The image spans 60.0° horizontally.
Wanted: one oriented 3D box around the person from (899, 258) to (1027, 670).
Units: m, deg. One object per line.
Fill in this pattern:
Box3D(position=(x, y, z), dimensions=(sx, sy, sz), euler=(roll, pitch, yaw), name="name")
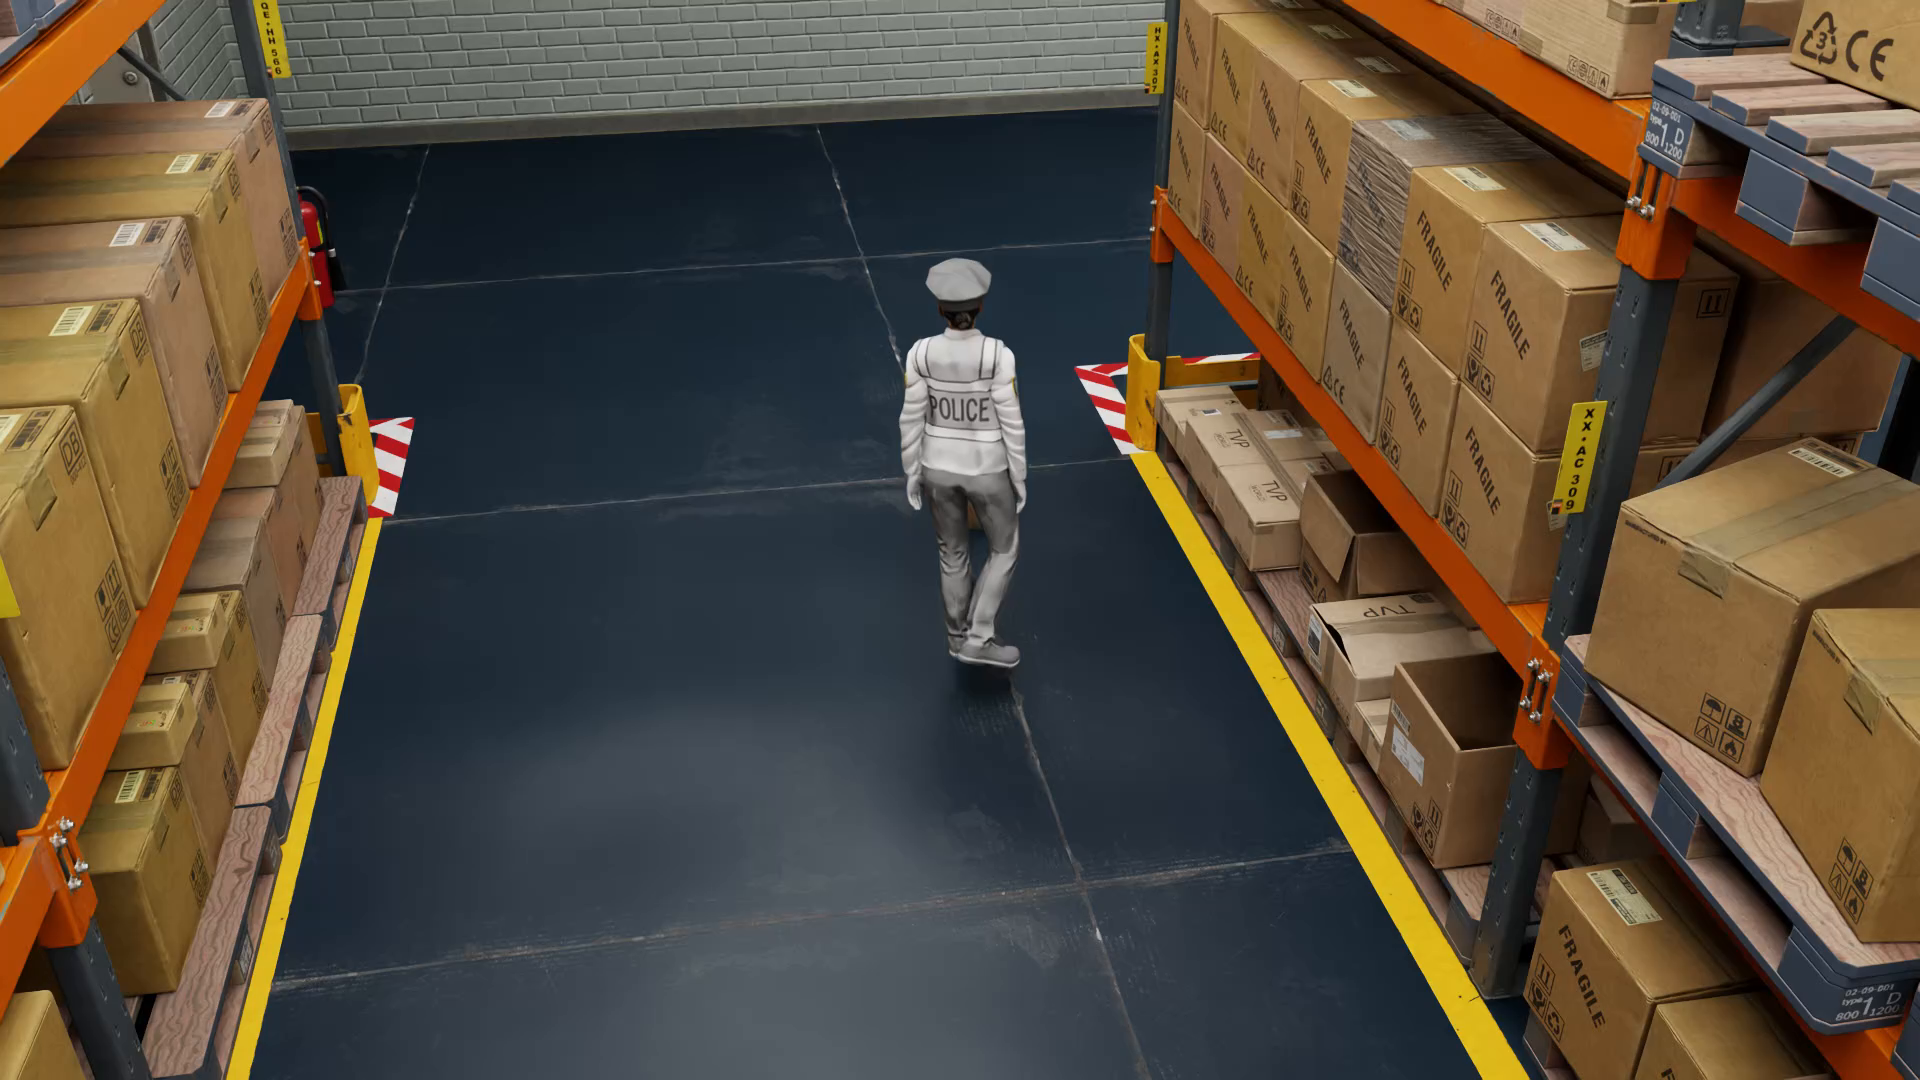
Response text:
Box3D(position=(0.010, -0.229, 6.502), dimensions=(0.534, 1.670, 0.535), euler=(8, 32, 13), name="person")
